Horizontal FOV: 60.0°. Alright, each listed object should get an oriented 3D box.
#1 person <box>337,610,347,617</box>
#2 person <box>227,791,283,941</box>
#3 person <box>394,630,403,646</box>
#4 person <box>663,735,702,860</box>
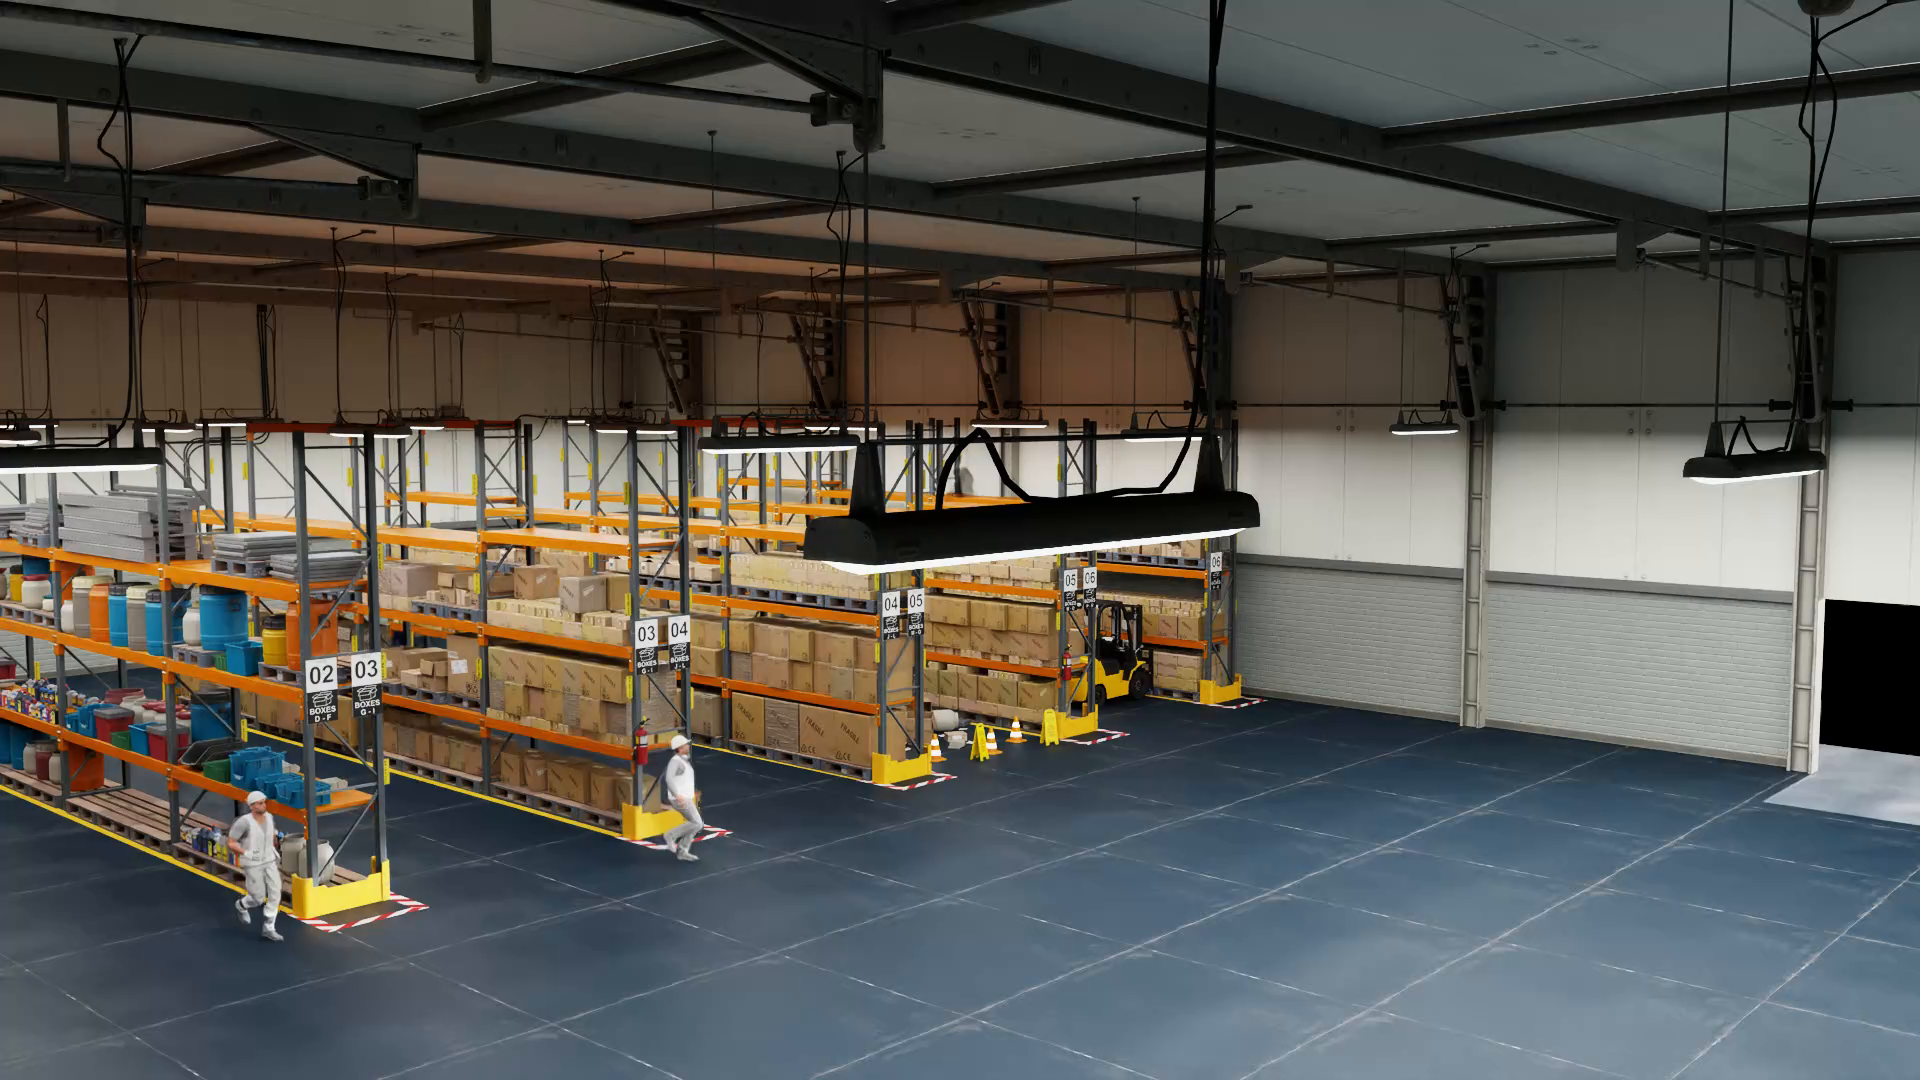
[{"bbox_3d":[-14.339,2.371,38.303,0.757,1.678,0.745,0,5,2],"label":"person"},{"bbox_3d":[-8.355,3.849,19.743,0.762,1.770,0.698,3,5,31],"label":"person"},{"bbox_3d":[-13.483,2.251,40.087,0.603,1.684,0.839,4,6,40],"label":"person"},{"bbox_3d":[-3.860,3.584,23.253,0.535,1.698,0.683,0,5,-1],"label":"person"}]
